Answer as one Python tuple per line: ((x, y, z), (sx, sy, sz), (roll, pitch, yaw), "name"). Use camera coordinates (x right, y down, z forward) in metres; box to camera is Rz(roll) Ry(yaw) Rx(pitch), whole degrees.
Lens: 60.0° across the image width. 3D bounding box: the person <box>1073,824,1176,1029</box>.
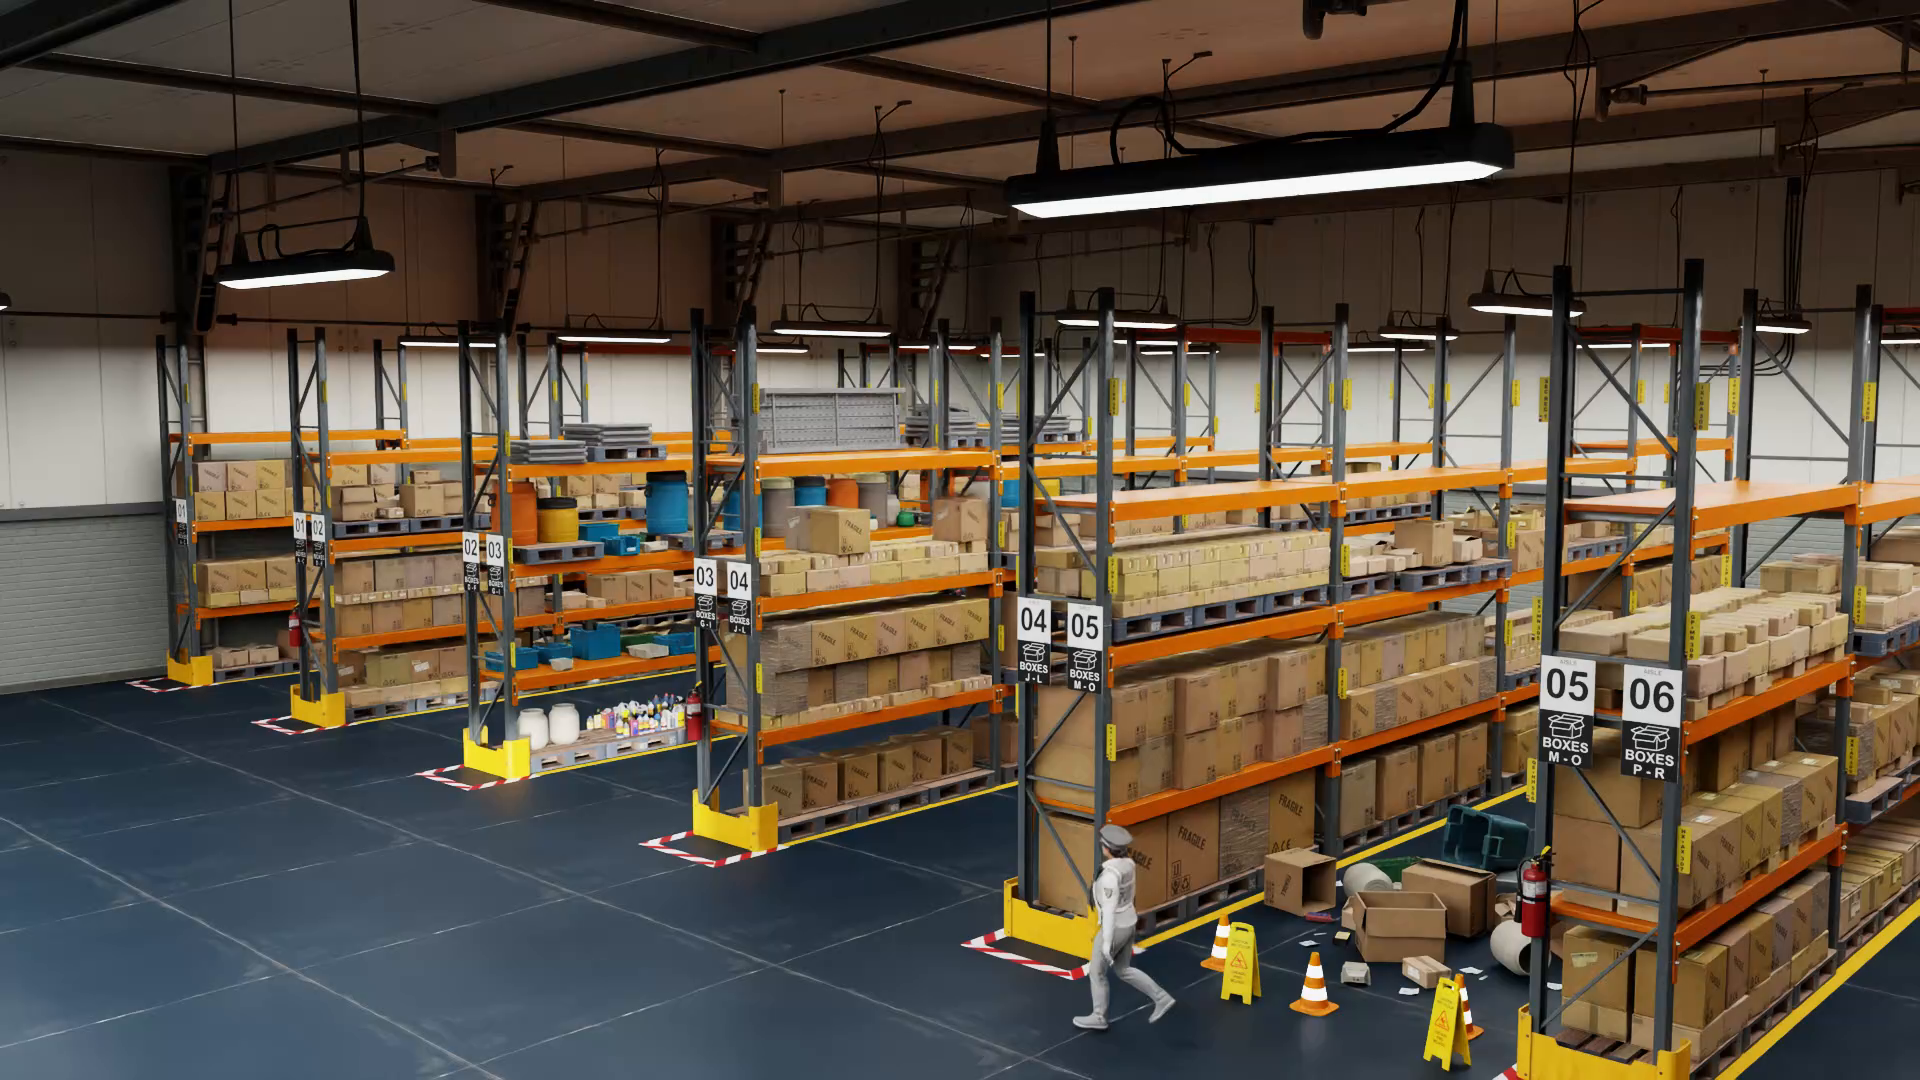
((1.307, 3.084, 13.210), (0.813, 1.656, 0.497), (2, 6, 22), "person")
